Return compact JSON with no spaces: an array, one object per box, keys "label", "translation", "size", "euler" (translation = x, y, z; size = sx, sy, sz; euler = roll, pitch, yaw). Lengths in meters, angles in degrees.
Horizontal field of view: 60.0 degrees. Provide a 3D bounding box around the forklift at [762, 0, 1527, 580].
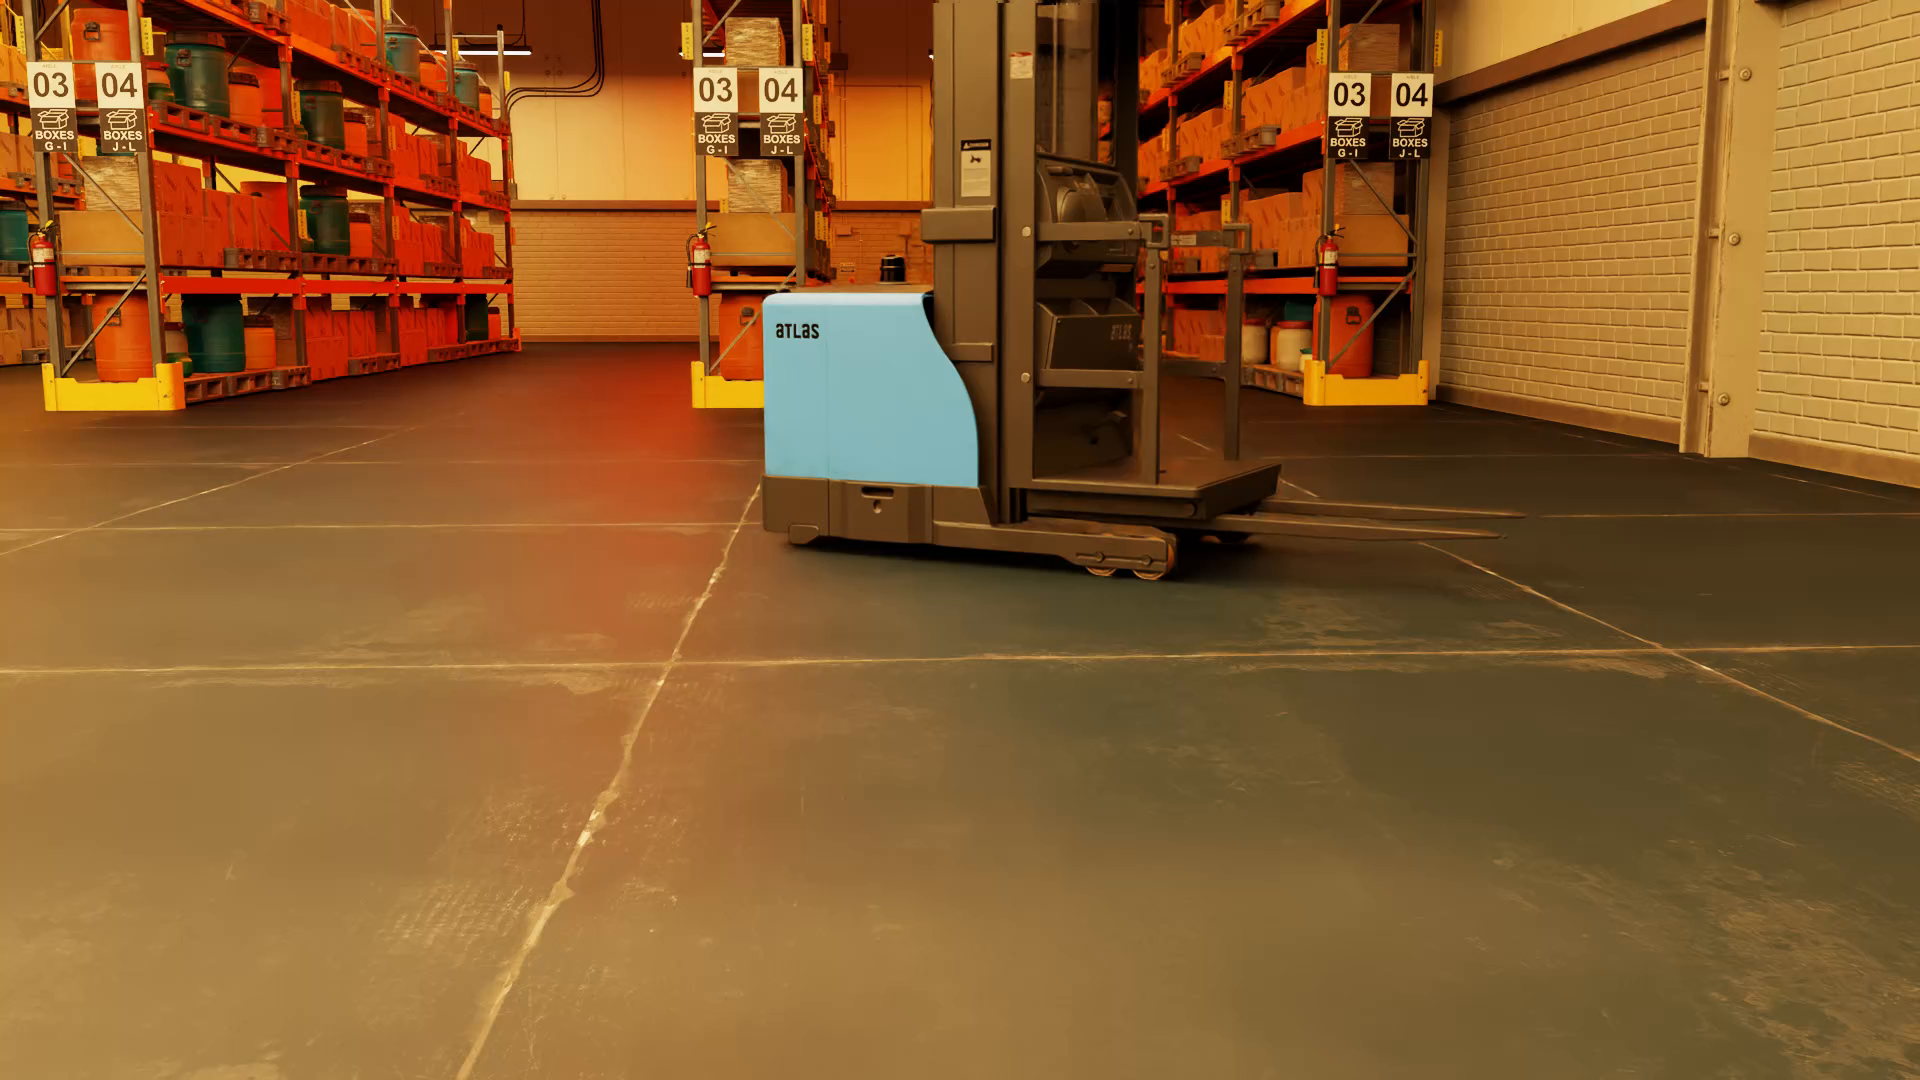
[{"label":"forklift","translation":[0.705,-1.386,6.664],"size":[3.031,2.935,1.130],"euler":[4,9,27]}]
